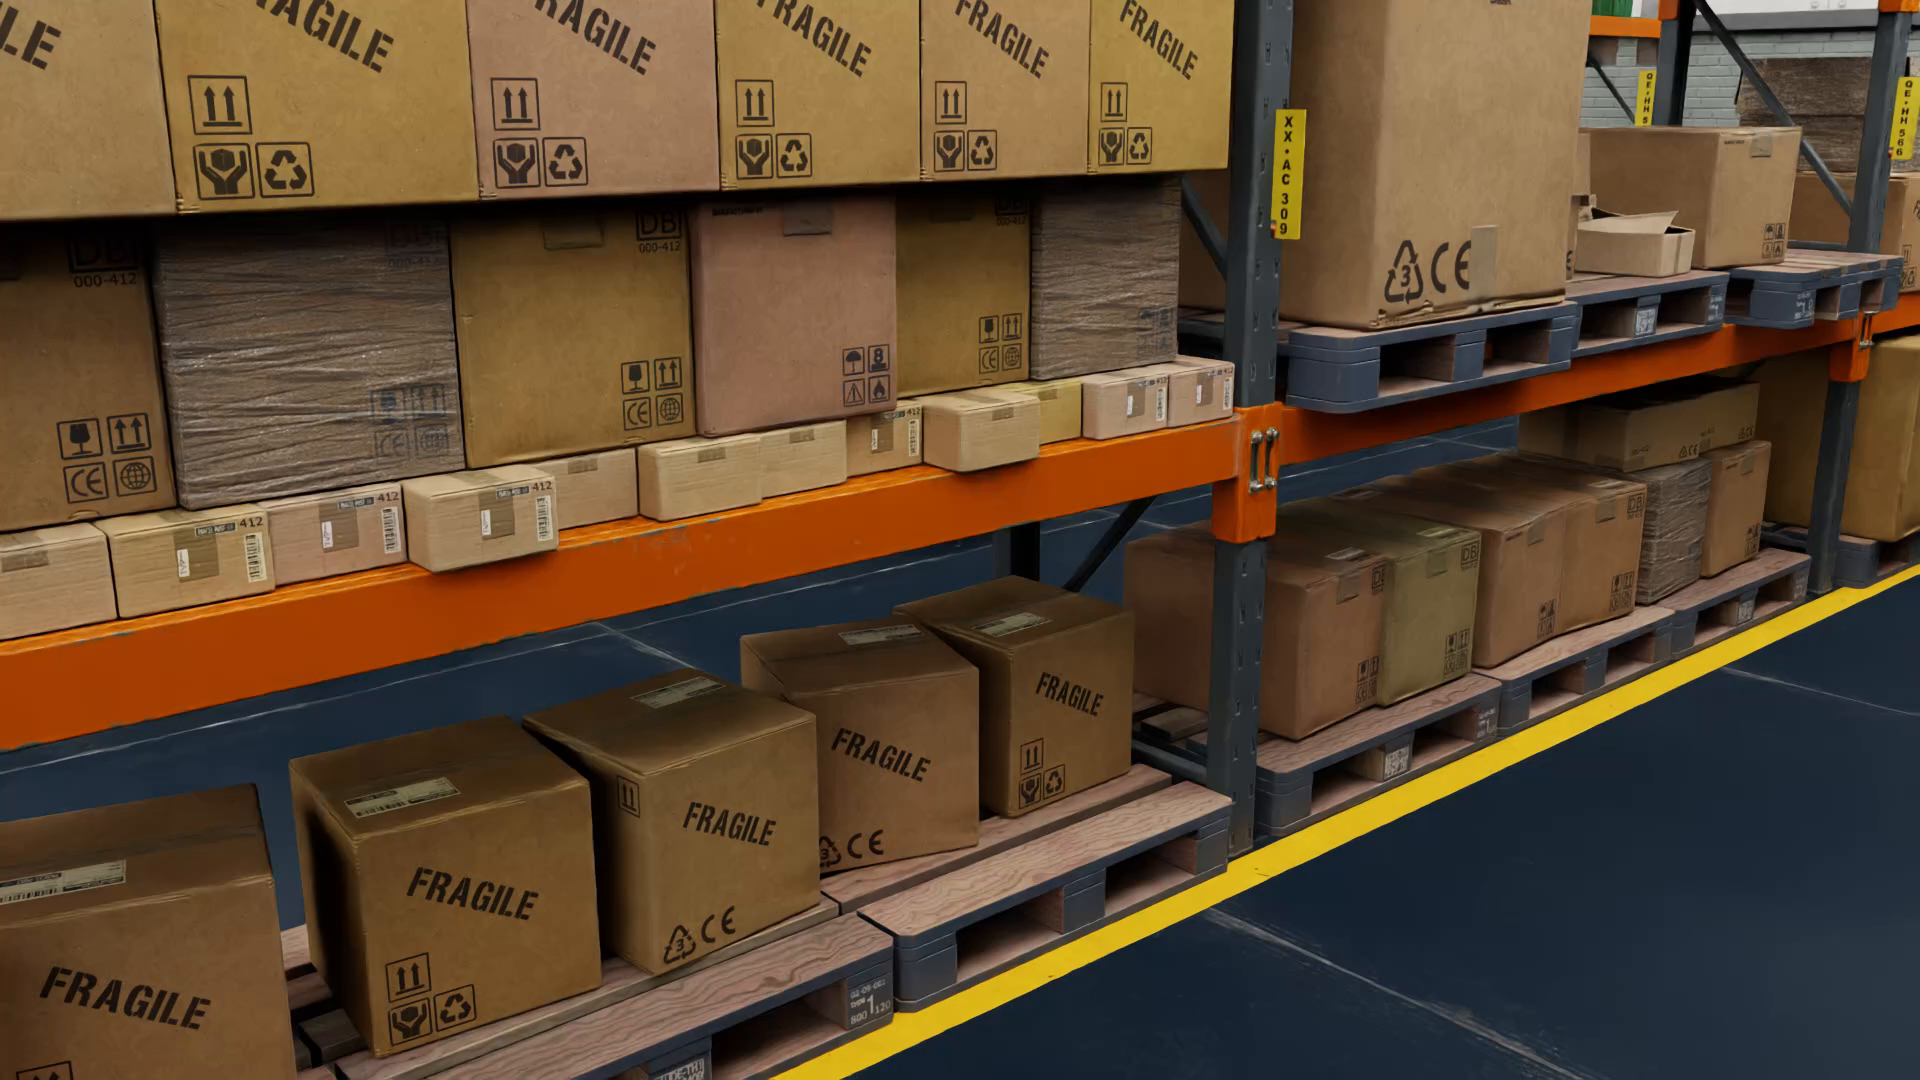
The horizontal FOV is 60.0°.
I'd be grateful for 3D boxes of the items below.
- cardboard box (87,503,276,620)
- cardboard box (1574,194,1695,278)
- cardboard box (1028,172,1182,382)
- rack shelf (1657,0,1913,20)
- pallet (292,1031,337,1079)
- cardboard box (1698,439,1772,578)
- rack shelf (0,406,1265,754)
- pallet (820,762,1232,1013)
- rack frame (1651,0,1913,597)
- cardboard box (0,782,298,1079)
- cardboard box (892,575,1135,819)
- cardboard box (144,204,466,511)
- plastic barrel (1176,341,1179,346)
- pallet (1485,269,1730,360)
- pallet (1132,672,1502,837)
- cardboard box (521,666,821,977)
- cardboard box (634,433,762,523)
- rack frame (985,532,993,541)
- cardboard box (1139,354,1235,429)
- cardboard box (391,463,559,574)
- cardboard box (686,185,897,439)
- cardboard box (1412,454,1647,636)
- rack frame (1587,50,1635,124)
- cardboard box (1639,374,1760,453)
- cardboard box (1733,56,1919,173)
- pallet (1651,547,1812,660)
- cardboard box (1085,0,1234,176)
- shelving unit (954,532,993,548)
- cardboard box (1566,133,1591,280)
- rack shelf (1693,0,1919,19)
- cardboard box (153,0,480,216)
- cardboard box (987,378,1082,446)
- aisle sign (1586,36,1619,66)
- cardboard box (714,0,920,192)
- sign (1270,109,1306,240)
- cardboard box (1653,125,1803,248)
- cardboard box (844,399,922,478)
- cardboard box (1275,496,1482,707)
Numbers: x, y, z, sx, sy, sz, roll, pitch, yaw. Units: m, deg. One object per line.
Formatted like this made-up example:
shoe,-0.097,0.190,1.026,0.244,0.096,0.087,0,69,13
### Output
cardboard box,-1.398,0.003,2.912,0.250,0.149,0.380,-13,19,-39
cardboard box,2.417,-1.109,6.035,0.258,0.266,0.396,-13,20,-41
cardboard box,0.100,-0.756,4.498,0.500,0.500,0.875,-13,19,-39
rack shelf,1.989,-2.069,5.764,4.000,0.370,1.077,-13,19,-39
pallet,-1.844,1.253,3.150,1.213,0.211,1.003,-13,19,-39
cardboard box,3.006,-0.193,7.153,0.500,0.500,0.700,-14,20,-42
rack shelf,-1.028,0.058,3.614,4.000,0.370,1.077,-13,19,-39
pallet,-0.003,0.840,4.698,1.213,0.211,1.003,-13,19,-39
rack frame,3.498,-1.306,7.326,0.127,3.000,1.000,-13,19,-39
cardboard box,-1.626,0.844,3.309,0.500,0.500,0.500,-7,17,-25
cardboard box,0.153,0.436,4.834,0.500,0.500,0.500,-13,20,-41
cardboard box,-1.400,-0.415,3.221,0.500,0.500,0.875,-13,19,-39
plastic barrel,1.457,-1.585,12.232,0.708,0.588,0.600,-13,19,-39
pallet,2.032,-0.870,6.066,1.213,0.211,1.003,-13,19,-39
pallet,1.067,0.587,5.644,1.213,0.211,1.003,-13,19,-39
cardboard box,-0.691,0.655,4.014,0.500,0.500,0.500,14,20,42
cardboard box,-0.630,-0.162,3.531,0.250,0.149,0.380,-13,19,-39
rack frame,0.083,-0.453,8.203,0.006,0.900,0.240,-13,20,-39
cardboard box,0.511,-0.413,4.471,0.250,0.149,0.380,-13,19,-39
cardboard box,-0.970,-0.066,3.173,0.250,0.149,0.380,-13,19,-39
cardboard box,-0.611,-0.574,3.816,0.500,0.500,0.875,-13,19,-39
cardboard box,2.173,0.000,6.427,0.500,0.500,0.700,-11,18,-35
rack frame,6.282,-3.625,16.010,0.127,3.000,1.000,-13,19,-39
cardboard box,3.012,-0.554,7.049,0.500,0.250,0.500,-12,19,-37
cardboard box,4.060,-1.960,7.636,0.637,0.503,0.797,-12,19,-38
pallet,2.908,0.173,7.192,1.213,0.211,1.003,-13,19,-39
cardboard box,0.322,-1.174,4.123,0.500,0.500,0.500,-13,19,-39
shelving unit,0.006,-0.436,8.139,0.210,0.900,0.258,-13,20,-39
cardboard box,1.728,-1.193,5.889,0.637,0.503,0.797,-10,18,-34
rack shelf,5.007,-2.746,8.301,4.000,0.370,1.077,-13,19,-39
cardboard box,-1.185,-0.834,2.853,0.500,0.500,0.500,-13,19,-39
cardboard box,0.088,-0.342,4.205,0.250,0.149,0.380,-13,19,-39
aisle sign,6.141,-4.951,15.937,0.004,0.787,0.394,-13,19,-39
cardboard box,-0.432,-1.004,3.489,0.500,0.500,0.500,-13,19,-39
sign,0.843,-0.942,4.287,0.005,0.325,0.100,-13,19,-39
cardboard box,3.117,-1.458,6.888,0.500,0.500,0.500,13,20,40
cardboard box,-0.302,-0.261,3.903,0.250,0.149,0.380,-13,19,-39
cardboard box,1.330,0.190,5.718,0.500,0.500,0.700,-13,20,-40
